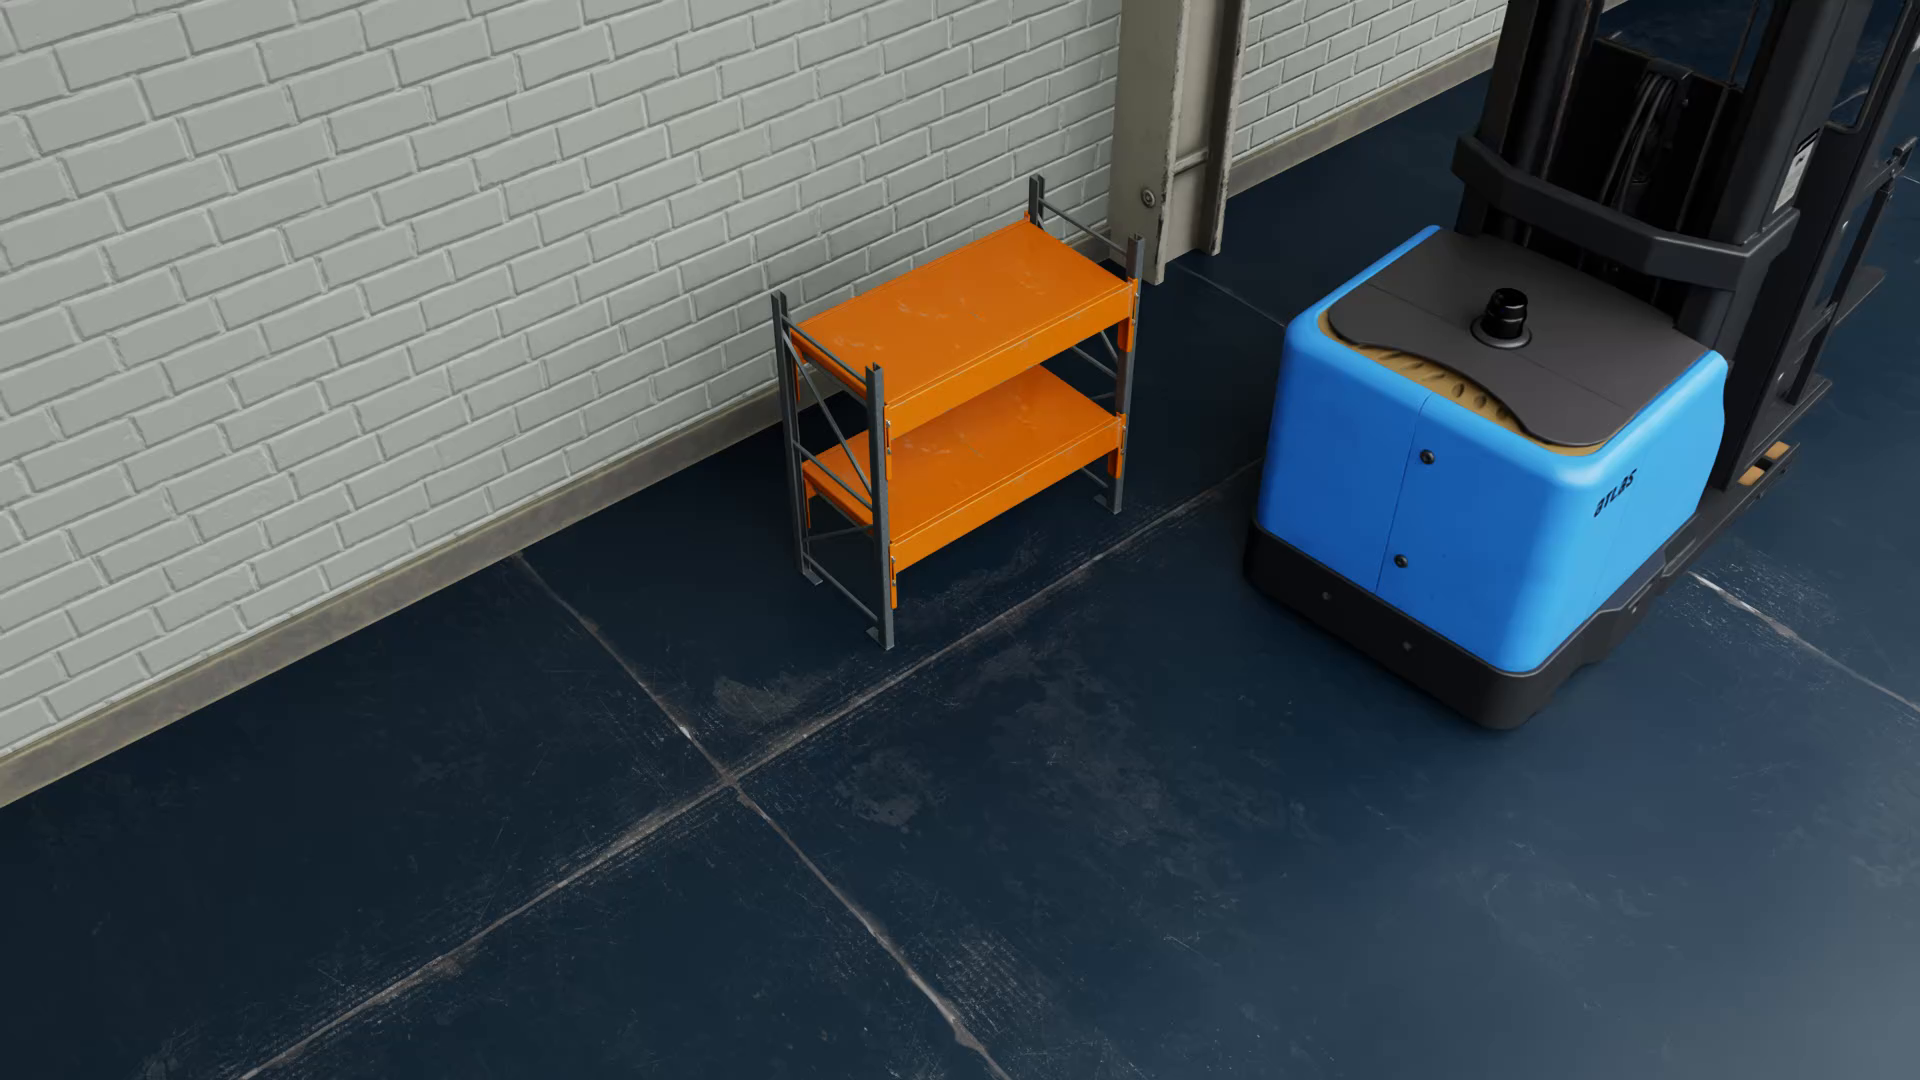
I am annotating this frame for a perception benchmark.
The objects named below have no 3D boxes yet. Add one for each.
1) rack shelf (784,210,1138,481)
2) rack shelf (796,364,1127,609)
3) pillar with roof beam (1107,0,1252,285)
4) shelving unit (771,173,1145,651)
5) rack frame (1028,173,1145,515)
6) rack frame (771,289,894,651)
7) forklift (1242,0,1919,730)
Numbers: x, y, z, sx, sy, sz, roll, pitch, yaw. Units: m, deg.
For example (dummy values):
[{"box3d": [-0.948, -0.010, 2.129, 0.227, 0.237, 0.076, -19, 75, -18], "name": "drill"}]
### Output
[{"box3d": [0.005, -0.626, 5.168, 1.000, 0.278, 0.538, -30, 51, -28], "name": "rack shelf"}, {"box3d": [0.005, -0.235, 5.535, 1.000, 0.278, 0.538, -30, 51, -28], "name": "rack shelf"}, {"box3d": [3.619, -2.237, 1.558, 0.400, 9.000, 9.100, -30, 51, -28], "name": "pillar with roof beam"}, {"box3d": [0.005, -0.413, 5.368, 1.048, 1.125, 0.538, -30, 51, -28], "name": "shelving unit"}, {"box3d": [0.395, -0.636, 5.606, 0.032, 1.125, 0.500, -30, 51, -28], "name": "rack frame"}, {"box3d": [-0.385, -0.190, 5.130, 0.032, 1.125, 0.500, -30, 51, -28], "name": "rack frame"}, {"box3d": [2.340, -1.397, 5.097, 3.031, 2.935, 1.130, -34, 53, -31], "name": "forklift"}]
